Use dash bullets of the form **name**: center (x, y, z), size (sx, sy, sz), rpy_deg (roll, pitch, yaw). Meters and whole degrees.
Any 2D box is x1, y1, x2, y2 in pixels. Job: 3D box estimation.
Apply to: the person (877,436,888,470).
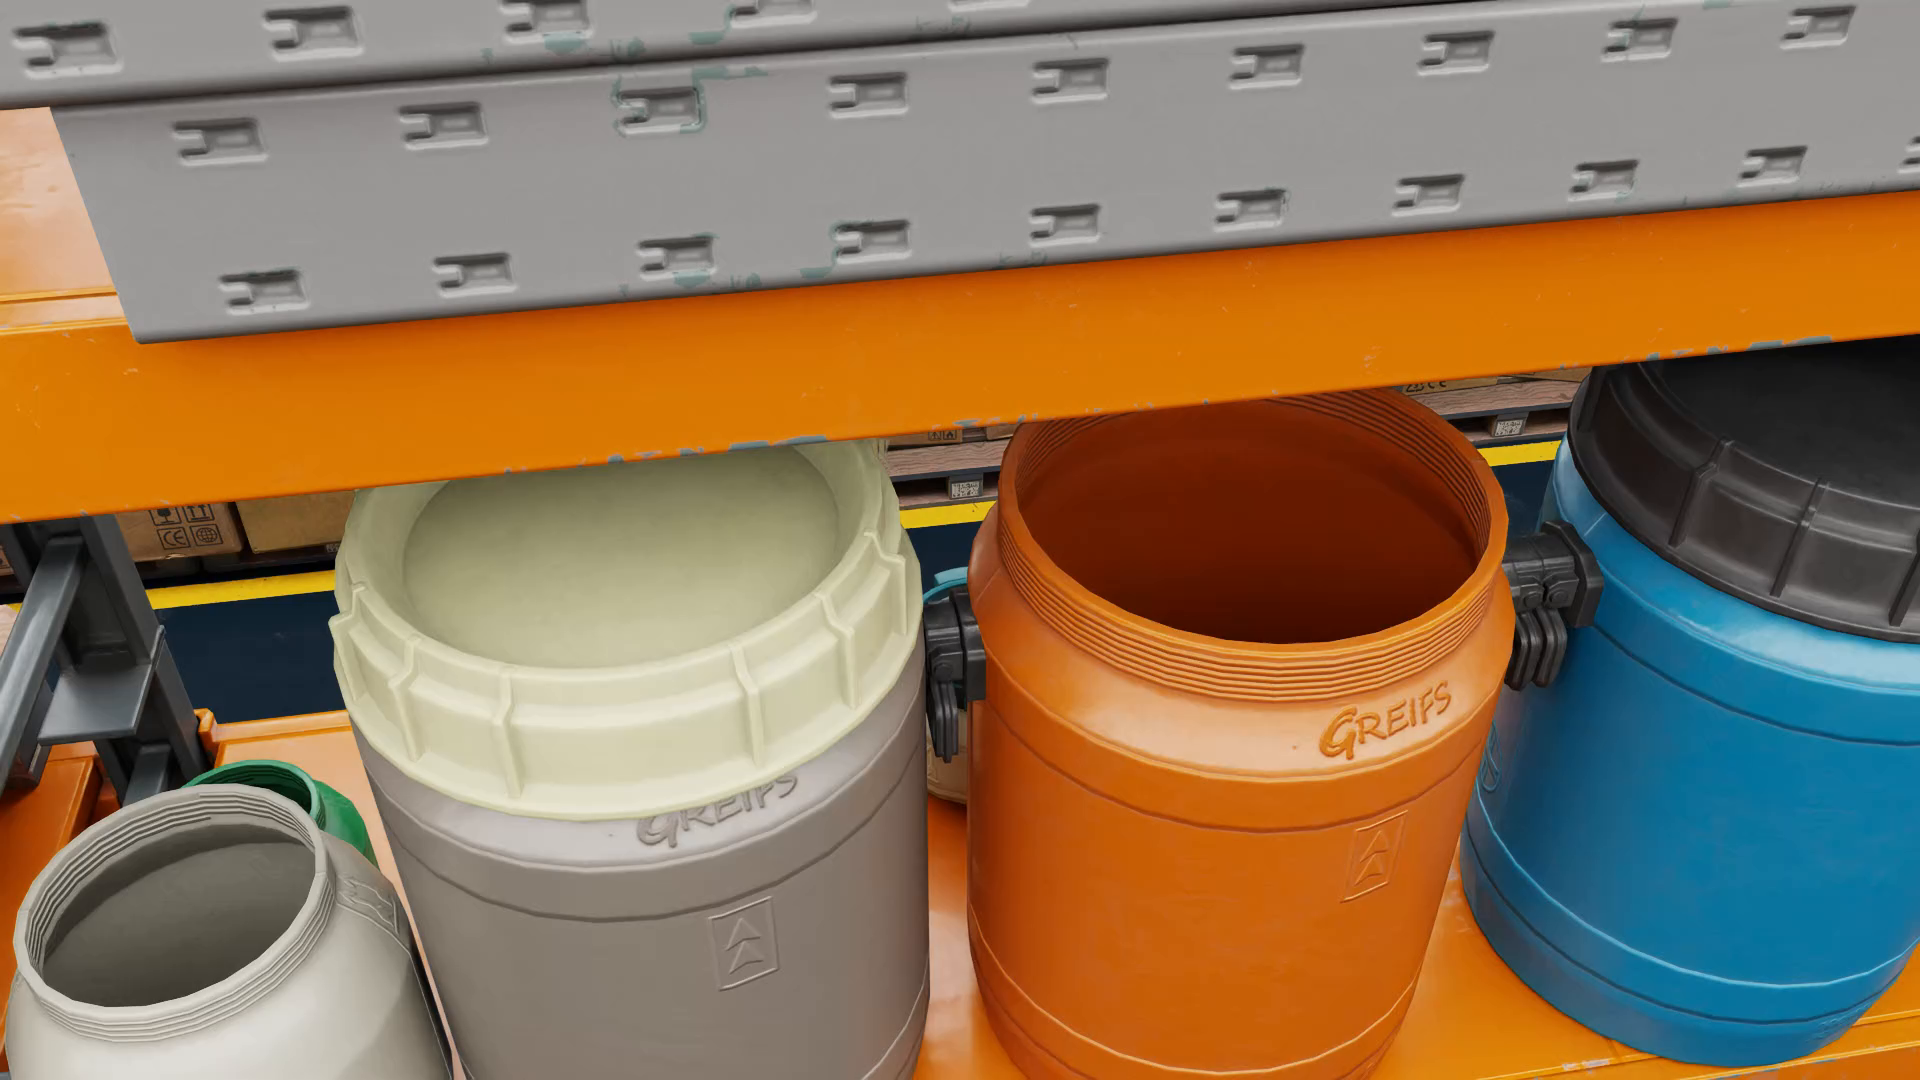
- **person**: center (-0.468, -0.225, 6.441), size (0.568, 1.661, 0.485), rpy_deg (12, 40, 14)
